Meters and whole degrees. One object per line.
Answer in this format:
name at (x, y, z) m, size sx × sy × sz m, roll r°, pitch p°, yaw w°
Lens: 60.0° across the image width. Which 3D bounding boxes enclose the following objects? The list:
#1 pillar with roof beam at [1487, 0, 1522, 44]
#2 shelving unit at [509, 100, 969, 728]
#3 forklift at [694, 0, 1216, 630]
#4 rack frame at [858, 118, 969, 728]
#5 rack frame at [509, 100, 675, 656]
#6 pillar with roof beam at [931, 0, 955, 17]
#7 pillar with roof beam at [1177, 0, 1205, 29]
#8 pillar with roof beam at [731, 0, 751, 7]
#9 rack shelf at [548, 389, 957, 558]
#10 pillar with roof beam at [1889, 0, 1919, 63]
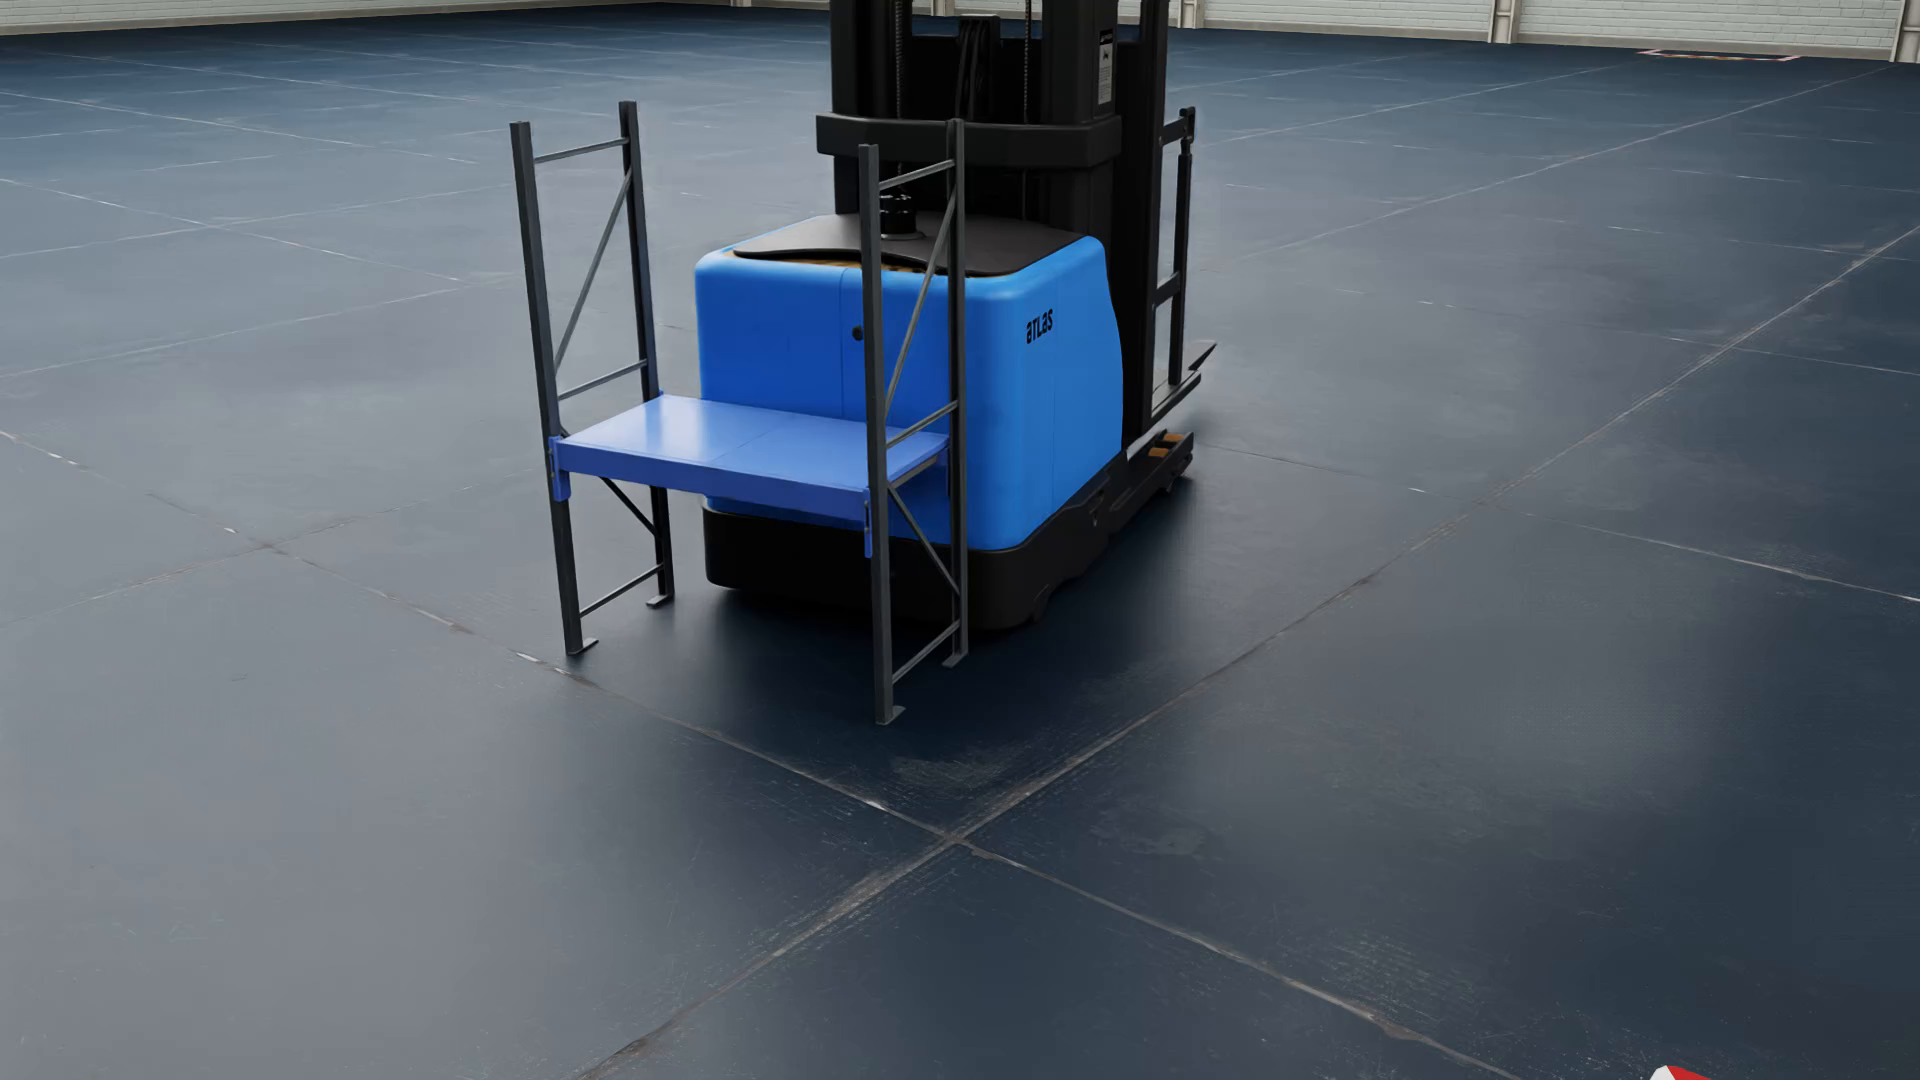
pillar with roof beam at (6.222, -11.235, 22.708) m, size 0.400 × 9.000 × 9.100 m, roll 16°, pitch 26°, yaw 36°
shelving unit at (-0.563, -0.370, 4.508) m, size 1.048 × 1.500 × 0.538 m, roll 10°, pitch 24°, yaw 24°
forklift at (0.243, -1.598, 5.752) m, size 1.130 × 2.935 × 3.031 m, roll 8°, pitch 22°, yaw 21°
rack frame at (-0.106, -0.291, 4.299) m, size 0.032 × 1.500 × 0.500 m, roll 10°, pitch 24°, yaw 24°
rack frame at (-1.019, -0.448, 4.716) m, size 0.032 × 1.500 × 0.500 m, roll 10°, pitch 24°, yaw 24°
pillar with roof beam at (-3.074, -13.912, 29.808) m, size 0.400 × 9.000 × 9.100 m, roll 16°, pitch 26°, yaw 36°
pillar with roof beam at (1.574, -12.574, 26.258) m, size 0.400 × 9.000 × 9.100 m, roll 16°, pitch 26°, yaw 36°
pillar with roof beam at (-7.723, -15.251, 33.357) m, size 0.400 × 9.000 × 9.100 m, roll 16°, pitch 26°, yaw 36°
rack shelf at (-0.561, -0.203, 4.574) m, size 1.000 × 0.185 × 0.538 m, roll 10°, pitch 24°, yaw 24°
pillar with roof beam at (10.871, -9.896, 19.158) m, size 0.400 × 9.000 × 9.100 m, roll 16°, pitch 26°, yaw 36°
